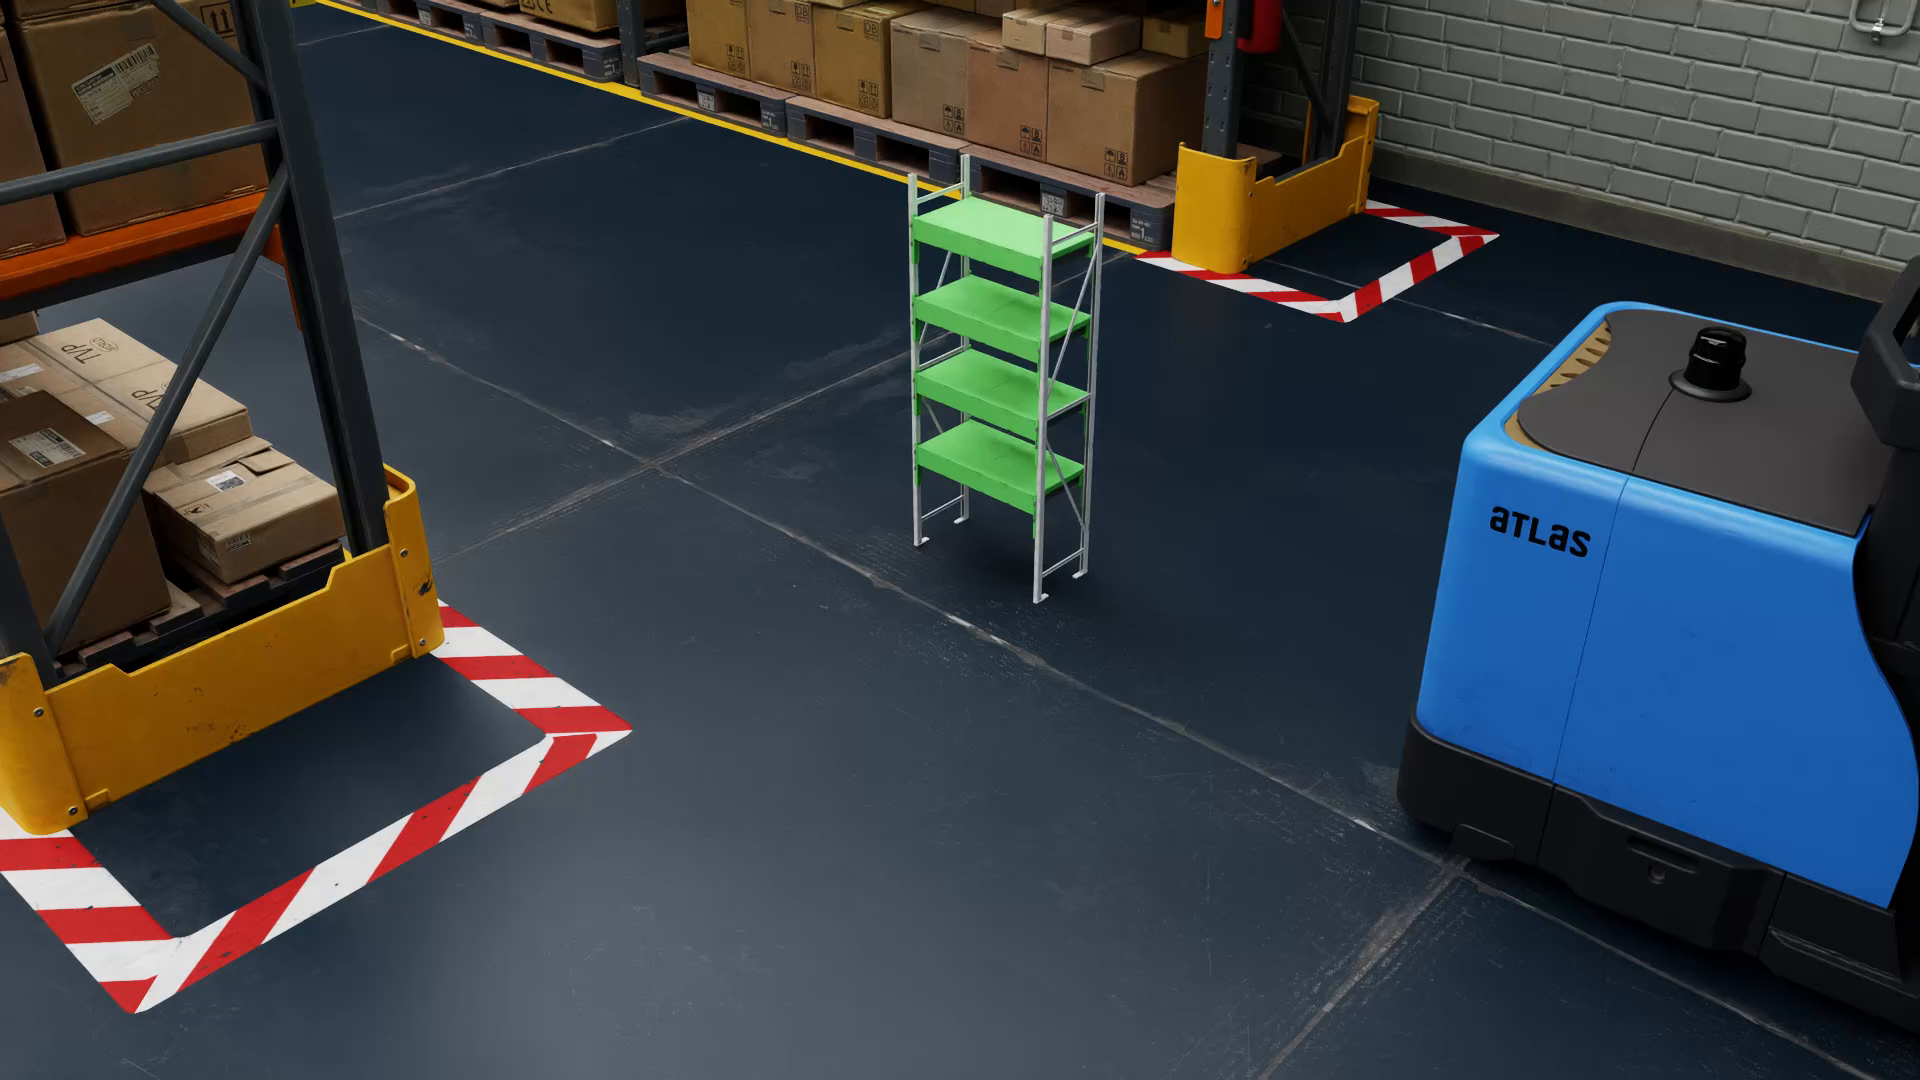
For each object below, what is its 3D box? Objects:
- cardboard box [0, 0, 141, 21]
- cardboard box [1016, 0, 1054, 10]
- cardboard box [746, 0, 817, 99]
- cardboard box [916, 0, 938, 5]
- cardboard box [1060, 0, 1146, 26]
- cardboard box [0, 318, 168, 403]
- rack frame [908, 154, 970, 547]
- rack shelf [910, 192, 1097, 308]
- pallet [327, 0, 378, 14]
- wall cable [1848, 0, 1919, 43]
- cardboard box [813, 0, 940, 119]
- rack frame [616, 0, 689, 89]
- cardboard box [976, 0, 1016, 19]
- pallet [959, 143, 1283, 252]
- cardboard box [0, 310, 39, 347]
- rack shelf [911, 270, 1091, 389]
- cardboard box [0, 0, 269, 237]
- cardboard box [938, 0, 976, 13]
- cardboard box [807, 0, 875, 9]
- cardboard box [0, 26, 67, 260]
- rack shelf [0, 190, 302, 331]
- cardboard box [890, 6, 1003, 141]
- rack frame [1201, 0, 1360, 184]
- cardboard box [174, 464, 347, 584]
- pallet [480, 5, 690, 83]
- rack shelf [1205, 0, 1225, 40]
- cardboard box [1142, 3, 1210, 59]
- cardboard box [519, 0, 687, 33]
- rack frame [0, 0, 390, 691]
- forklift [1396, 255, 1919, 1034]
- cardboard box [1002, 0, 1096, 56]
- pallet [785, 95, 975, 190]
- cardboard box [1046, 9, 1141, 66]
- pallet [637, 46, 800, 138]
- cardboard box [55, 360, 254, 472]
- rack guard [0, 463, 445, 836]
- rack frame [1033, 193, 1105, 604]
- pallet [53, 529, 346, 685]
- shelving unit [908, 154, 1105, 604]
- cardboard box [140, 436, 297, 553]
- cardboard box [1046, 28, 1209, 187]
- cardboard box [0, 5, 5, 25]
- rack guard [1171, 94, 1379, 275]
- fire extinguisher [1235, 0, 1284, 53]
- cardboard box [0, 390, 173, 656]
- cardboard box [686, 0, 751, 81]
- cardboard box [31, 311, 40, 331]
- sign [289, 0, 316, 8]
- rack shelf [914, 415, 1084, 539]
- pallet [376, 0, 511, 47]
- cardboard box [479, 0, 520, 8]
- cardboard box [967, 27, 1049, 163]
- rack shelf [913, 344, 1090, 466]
[{"bbox_3d":[-2.068,-1.533,3.822,0.500,0.500,0.500,26,40,36],"label":"cardboard box"},{"bbox_3d":[0.485,-2.589,8.030,0.250,0.149,0.380,25,39,35],"label":"cardboard box"},{"bbox_3d":[-0.705,-2.723,8.882,0.500,0.500,0.700,25,39,35],"label":"cardboard box"},{"bbox_3d":[-0.083,-2.853,8.469,0.250,0.149,0.380,24,39,34],"label":"cardboard box"},{"bbox_3d":[0.670,-2.502,7.886,0.250,0.149,0.380,25,39,35],"label":"cardboard box"},{"bbox_3d":[-2.870,-0.461,5.346,0.500,0.250,0.500,25,39,35],"label":"cardboard box"},{"bbox_3d":[-0.058,-0.541,4.986,0.015,1.200,0.240,25,39,35],"label":"rack frame"},{"bbox_3d":[0.123,-0.813,4.631,0.480,0.148,0.258,25,39,35],"label":"rack shelf"},{"bbox_3d":[-3.992,-3.975,11.649,1.213,0.211,1.003,25,39,35],"label":"pallet"},{"bbox_3d":[2.989,-3.057,6.434,1.851,1.984,0.084,25,39,35],"label":"wall cable"},{"bbox_3d":[-0.326,-2.545,8.585,0.500,0.500,0.700,26,40,36],"label":"cardboard box"},{"bbox_3d":[-1.561,-4.087,9.131,0.127,3.000,1.000,25,39,35],"label":"rack frame"},{"bbox_3d":[0.295,-2.677,8.176,0.250,0.149,0.380,26,39,36],"label":"cardboard box"},{"bbox_3d":[0.760,-1.755,7.961,1.213,0.211,1.003,25,39,35],"label":"pallet"},{"bbox_3d":[-3.485,-0.663,5.436,0.637,0.503,0.797,25,39,35],"label":"cardboard box"},{"bbox_3d":[0.123,-0.608,4.755,0.480,0.148,0.258,25,39,35],"label":"rack shelf"},{"bbox_3d":[-2.068,-1.105,4.080,0.500,0.500,0.500,26,40,36],"label":"cardboard box"},{"bbox_3d":[0.105,-2.765,8.323,0.250,0.149,0.380,25,39,36],"label":"cardboard box"},{"bbox_3d":[-0.556,-2.807,8.393,0.250,0.149,0.380,24,38,34],"label":"cardboard box"},{"bbox_3d":[-2.431,-0.901,3.742,0.500,0.500,0.500,26,40,36],"label":"cardboard box"},{"bbox_3d":[-3.399,-1.191,5.018,4.000,0.370,1.077,25,39,35],"label":"rack shelf"},{"bbox_3d":[0.075,-2.363,8.283,0.500,0.500,0.700,24,38,34],"label":"cardboard box"},{"bbox_3d":[1.405,-2.703,6.832,0.127,3.000,1.000,25,39,35],"label":"rack frame"},{"bbox_3d":[-1.996,-0.051,4.764,0.250,0.149,0.380,25,39,35],"label":"cardboard box"},{"bbox_3d":[-2.183,-3.131,10.246,1.213,0.211,1.003,25,39,35],"label":"pallet"},{"bbox_3d":[-0.078,-3.087,8.167,4.000,0.370,1.077,25,39,35],"label":"rack shelf"},{"bbox_3d":[1.046,-2.327,7.595,0.250,0.149,0.380,25,39,35],"label":"cardboard box"},{"bbox_3d":[-2.130,-3.522,9.869,0.750,0.750,0.750,26,39,36],"label":"cardboard box"},{"bbox_3d":[-1.916,-0.808,3.683,0.127,3.000,1.000,25,39,35],"label":"rack frame"},{"bbox_3d":[2.559,-0.311,2.925,3.031,2.935,1.130,20,37,30],"label":"forklift"},{"bbox_3d":[0.412,-2.357,7.644,0.250,0.149,0.380,26,40,36],"label":"cardboard box"},{"bbox_3d":[-0.141,-2.177,8.662,1.213,0.211,1.003,25,39,35],"label":"pallet"},{"bbox_3d":[0.602,-2.269,7.498,0.250,0.149,0.380,25,39,35],"label":"cardboard box"},{"bbox_3d":[-1.049,-2.600,9.364,1.213,0.211,1.003,25,39,35],"label":"pallet"},{"bbox_3d":[-2.500,-0.288,5.059,0.500,0.250,0.500,25,39,35],"label":"cardboard box"},{"bbox_3d":[-1.972,0.237,4.371,0.348,0.500,1.175,25,39,35],"label":"rack guard"},{"bbox_3d":[0.304,-0.372,4.705,0.015,1.200,0.240,25,39,35],"label":"rack frame"},{"bbox_3d":[-2.564,0.085,4.904,1.213,0.211,1.003,25,39,35],"label":"pallet"},{"bbox_3d":[0.123,-0.457,4.845,0.503,1.200,0.258,25,39,35],"label":"shelving unit"},{"bbox_3d":[-2.181,-0.145,4.903,0.250,0.166,0.380,25,39,35],"label":"cardboard box"},{"bbox_3d":[0.819,-2.016,7.707,0.500,0.500,0.700,25,39,35],"label":"cardboard box"},{"bbox_3d":[-2.431,-1.328,3.481,0.500,0.500,0.500,25,39,35],"label":"cardboard box"},{"bbox_3d":[1.423,-1.624,7.463,0.348,0.500,1.175,25,39,35],"label":"rack guard"},{"bbox_3d":[1.207,-2.281,6.568,0.183,0.674,0.296,25,39,35],"label":"fire extinguisher"},{"bbox_3d":[-2.485,-0.019,4.370,0.500,0.500,0.500,25,39,35],"label":"cardboard box"},{"bbox_3d":[-1.075,-2.898,9.173,0.500,0.500,0.700,26,39,36],"label":"cardboard box"},{"bbox_3d":[-3.713,-0.880,5.984,0.500,0.311,0.500,25,39,35],"label":"cardboard box"},{"bbox_3d":[-1.552,-1.386,3.804,0.005,0.325,0.100,25,39,35],"label":"sign"},{"bbox_3d":[0.123,-0.196,5.002,0.480,0.148,0.258,25,39,35],"label":"rack shelf"},{"bbox_3d":[-3.092,-3.553,10.948,1.213,0.211,1.003,25,39,35],"label":"pallet"},{"bbox_3d":[-2.791,-3.828,10.378,0.750,0.750,0.750,26,40,36],"label":"cardboard box"},{"bbox_3d":[0.448,-2.189,7.995,0.500,0.500,0.700,25,39,35],"label":"cardboard box"},{"bbox_3d":[0.123,-0.402,4.878,0.480,0.148,0.258,25,39,35],"label":"rack shelf"}]
